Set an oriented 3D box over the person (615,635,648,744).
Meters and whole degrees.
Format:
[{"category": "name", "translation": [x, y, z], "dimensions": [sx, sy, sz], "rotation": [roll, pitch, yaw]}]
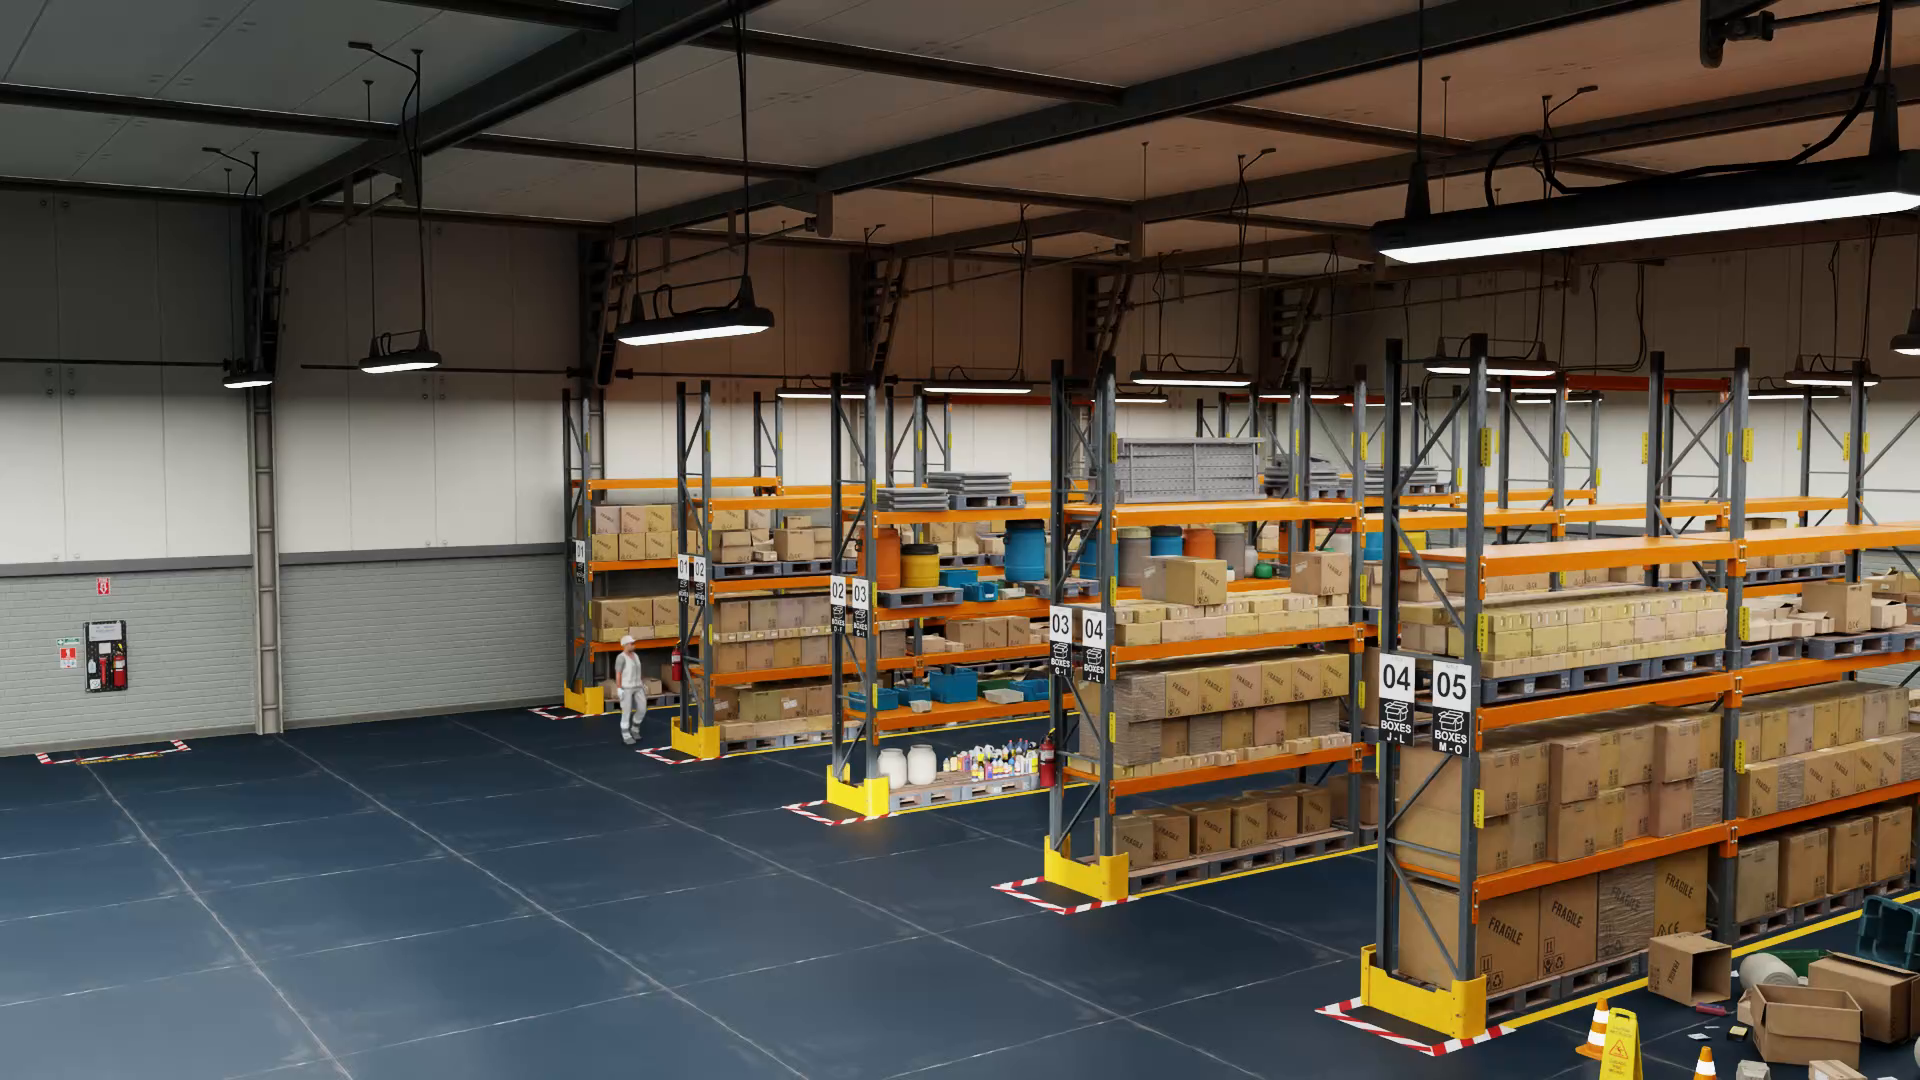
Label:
[{"category": "person", "translation": [-5.510, 2.489, 27.817], "dimensions": [0.496, 1.795, 0.627], "rotation": [3, 5, 38]}]
